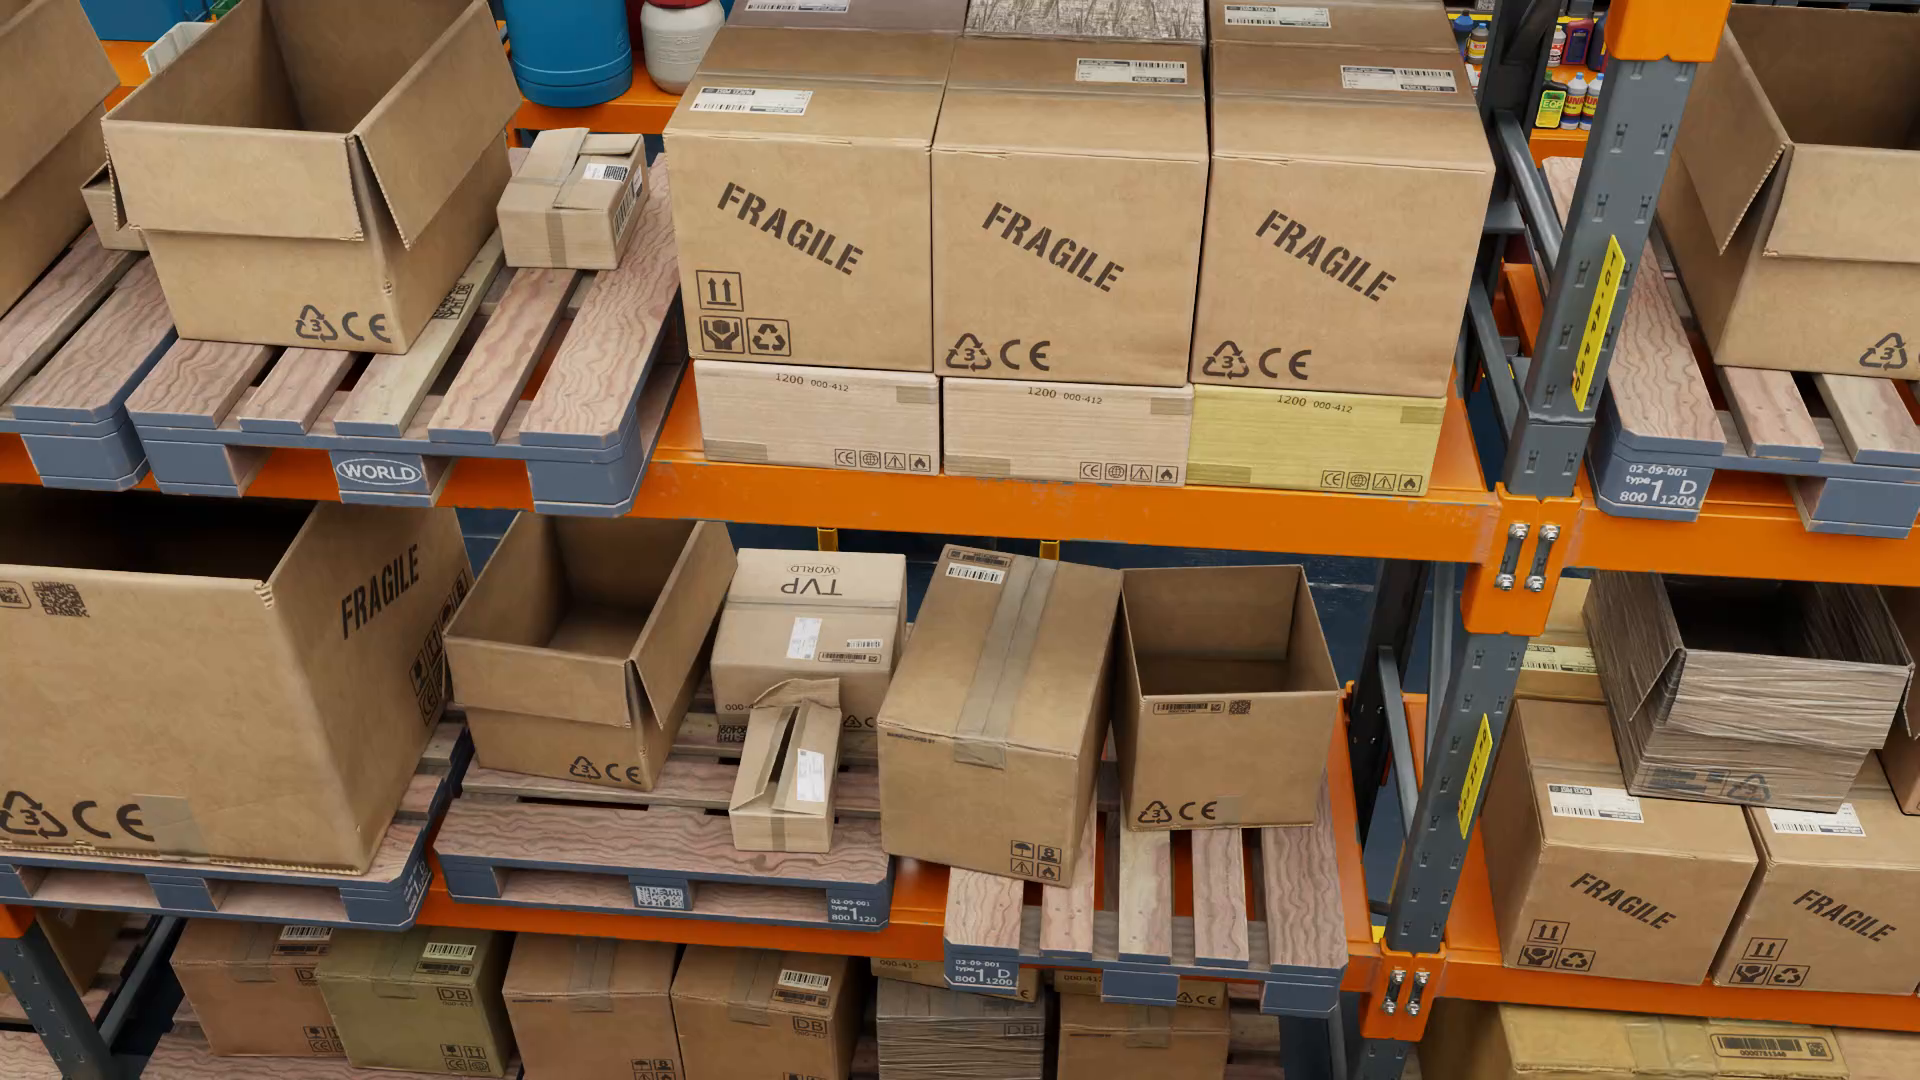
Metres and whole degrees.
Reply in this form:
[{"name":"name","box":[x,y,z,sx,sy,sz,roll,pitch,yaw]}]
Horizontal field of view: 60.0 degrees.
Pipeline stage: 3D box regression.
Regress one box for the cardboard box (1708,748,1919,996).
[{"name":"cardboard box","box":[2.201,0.810,4.300,0.500,0.500,0.500,2,39,3]}]

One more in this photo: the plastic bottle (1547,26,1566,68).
[{"name":"plastic bottle","box":[3.116,-2.593,8.717,0.097,0.201,0.097,0,39,0]}]

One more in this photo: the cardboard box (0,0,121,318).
[{"name":"cardboard box","box":[-2.299,-0.872,3.655,0.637,0.503,0.797,1,39,2]}]

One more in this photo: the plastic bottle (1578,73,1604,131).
[{"name":"plastic bottle","box":[3.091,-2.140,8.105,0.097,0.271,0.097,0,39,0]}]

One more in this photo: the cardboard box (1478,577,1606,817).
[{"name":"cardboard box","box":[1.739,0.456,4.734,0.500,0.500,0.500,4,39,5]}]

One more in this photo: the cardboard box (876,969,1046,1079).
[{"name":"cardboard box","box":[0.003,1.377,5.314,0.500,0.500,0.700,0,39,0]}]

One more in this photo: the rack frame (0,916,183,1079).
[{"name":"rack frame","box":[-2.759,0.406,4.875,0.127,3.000,1.000,3,39,4]}]

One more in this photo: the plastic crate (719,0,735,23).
[{"name":"plastic crate","box":[-1.206,-2.838,8.873,0.575,0.384,0.392,3,39,4]}]

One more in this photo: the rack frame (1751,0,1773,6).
[{"name":"rack frame","box":[6.070,-5.388,11.993,0.127,3.000,1.000,3,39,4]}]

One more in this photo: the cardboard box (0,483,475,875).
[{"name":"cardboard box","box":[-1.979,0.142,4.391,1.000,1.000,1.000,3,39,4]}]

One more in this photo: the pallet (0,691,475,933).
[{"name":"pallet","box":[-2.010,0.614,4.772,1.213,0.211,1.003,3,39,4]}]

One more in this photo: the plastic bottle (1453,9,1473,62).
[{"name":"plastic bottle","box":[2.631,-2.646,8.727,0.097,0.271,0.097,0,39,0]}]

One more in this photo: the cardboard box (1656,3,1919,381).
[{"name":"cardboard box","box":[1.840,-0.754,3.510,0.637,0.503,0.797,5,39,6]}]

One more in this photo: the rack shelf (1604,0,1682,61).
[{"name":"rack shelf","box":[-0.766,-1.377,3.200,4.000,0.370,1.077,3,39,4]}]

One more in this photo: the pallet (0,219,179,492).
[{"name":"pallet","box":[-2.153,-0.584,3.864,1.003,0.211,1.213,3,39,4]}]

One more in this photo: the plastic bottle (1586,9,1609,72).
[{"name":"plastic bottle","box":[3.387,-2.621,8.633,0.185,0.351,0.144,3,39,4]}]

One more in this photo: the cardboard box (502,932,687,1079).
[{"name":"cardboard box","box":[-1.118,1.320,5.384,0.500,0.500,0.700,0,39,0]}]

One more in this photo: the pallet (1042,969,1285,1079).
[{"name":"pallet","box":[0.448,1.662,5.541,1.213,0.211,1.003,3,39,4]}]

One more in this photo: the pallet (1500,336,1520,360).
[{"name":"pallet","box":[2.443,-1.393,9.294,1.213,0.211,1.003,3,39,4]}]

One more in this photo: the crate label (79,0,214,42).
[{"name":"crate label","box":[-4.459,-3.010,9.044,0.616,0.435,0.502,3,39,4]}]

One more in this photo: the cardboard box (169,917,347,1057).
[{"name":"cardboard box","box":[-2.149,1.252,5.467,0.500,0.500,0.700,0,39,0]}]

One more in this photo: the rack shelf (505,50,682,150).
[{"name":"rack shelf","box":[-0.339,-2.321,8.795,4.000,0.370,1.077,3,39,4]}]

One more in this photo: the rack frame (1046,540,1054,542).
[{"name":"rack frame","box":[0.421,-0.559,7.248,0.032,1.500,0.500,3,39,4]}]

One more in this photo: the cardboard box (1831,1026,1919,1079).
[{"name":"cardboard box","box":[2.800,1.389,5.017,0.875,0.875,1.225,3,39,4]}]

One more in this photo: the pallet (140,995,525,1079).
[{"name":"pallet","box":[-1.983,1.529,5.704,1.213,0.211,1.003,3,39,4]}]

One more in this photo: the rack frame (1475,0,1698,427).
[{"name":"rack frame","box":[1.226,-1.703,2.713,0.127,3.000,1.000,3,39,4]}]

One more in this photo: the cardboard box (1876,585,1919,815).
[{"name":"cardboard box","box":[2.602,0.284,4.152,0.637,0.503,0.797,4,39,5]}]

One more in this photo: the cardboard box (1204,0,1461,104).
[{"name":"cardboard box","box":[0.780,-0.959,3.701,0.500,0.500,0.500,3,39,4]}]

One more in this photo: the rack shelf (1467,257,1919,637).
[{"name":"rack shelf","box":[3.219,-0.151,3.753,4.000,0.370,1.077,3,39,4]}]

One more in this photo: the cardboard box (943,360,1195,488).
[{"name":"cardboard box","box":[0.236,-0.371,3.573,0.500,0.250,0.500,3,39,4]}]

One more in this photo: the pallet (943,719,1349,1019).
[{"name":"pallet","box":[0.507,0.727,4.633,1.003,0.211,1.213,3,39,4]}]

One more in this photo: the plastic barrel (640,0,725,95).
[{"name":"plastic barrel","box":[-1.397,-2.571,8.425,0.433,0.535,0.433,0,39,0]}]

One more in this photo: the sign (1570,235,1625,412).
[{"name":"sign","box":[1.178,-0.399,3.078,0.005,0.325,0.100,3,39,4]}]

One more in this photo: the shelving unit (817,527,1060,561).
[{"name":"shelving unit","box":[-0.076,-0.586,7.282,1.083,1.500,0.587,3,39,4]}]

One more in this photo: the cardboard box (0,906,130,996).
[{"name":"cardboard box","box":[-3.154,1.166,5.589,0.500,0.500,0.500,2,39,2]}]

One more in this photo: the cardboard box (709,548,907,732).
[{"name":"cardboard box","box":[-0.424,0.283,4.812,0.500,0.250,0.500,2,39,3]}]

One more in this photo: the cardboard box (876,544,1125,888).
[{"name":"cardboard box","box":[0.120,0.451,4.408,0.500,0.500,0.700,9,40,10]}]

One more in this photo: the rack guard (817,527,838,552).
[{"name":"rack guard","box":[-0.572,-0.128,7.710,0.087,0.250,0.587,3,39,4]}]

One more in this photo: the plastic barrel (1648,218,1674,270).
[{"name":"plastic barrel","box":[3.838,-1.637,9.023,0.421,0.512,0.421,0,39,0]}]

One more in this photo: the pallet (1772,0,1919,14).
[{"name":"pallet","box":[6.754,-4.269,12.827,1.213,0.211,1.003,3,39,4]}]

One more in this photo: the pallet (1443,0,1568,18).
[{"name":"pallet","box":[4.037,-4.392,12.979,1.213,0.211,1.003,3,39,4]}]

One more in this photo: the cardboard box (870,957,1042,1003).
[{"name":"cardboard box","box":[0.027,1.092,5.070,0.500,0.250,0.500,7,40,9]}]

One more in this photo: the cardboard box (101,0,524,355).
[{"name":"cardboard box","box":[-1.360,-0.821,3.592,0.637,0.503,0.797,5,39,6]}]

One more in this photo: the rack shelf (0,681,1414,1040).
[{"name":"rack shelf","box":[-0.766,0.794,4.968,4.000,0.370,1.077,3,39,4]}]

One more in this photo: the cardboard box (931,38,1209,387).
[{"name":"cardboard box","box":[0.218,-0.662,3.335,0.500,0.500,0.500,3,39,4]}]

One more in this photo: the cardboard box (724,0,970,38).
[{"name":"cardboard box","box":[-0.226,-1.012,3.766,0.500,0.500,0.500,2,39,3]}]

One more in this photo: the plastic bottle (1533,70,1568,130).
[{"name":"plastic bottle","box":[2.877,-2.145,8.102,0.133,0.283,0.061,3,39,4]}]
